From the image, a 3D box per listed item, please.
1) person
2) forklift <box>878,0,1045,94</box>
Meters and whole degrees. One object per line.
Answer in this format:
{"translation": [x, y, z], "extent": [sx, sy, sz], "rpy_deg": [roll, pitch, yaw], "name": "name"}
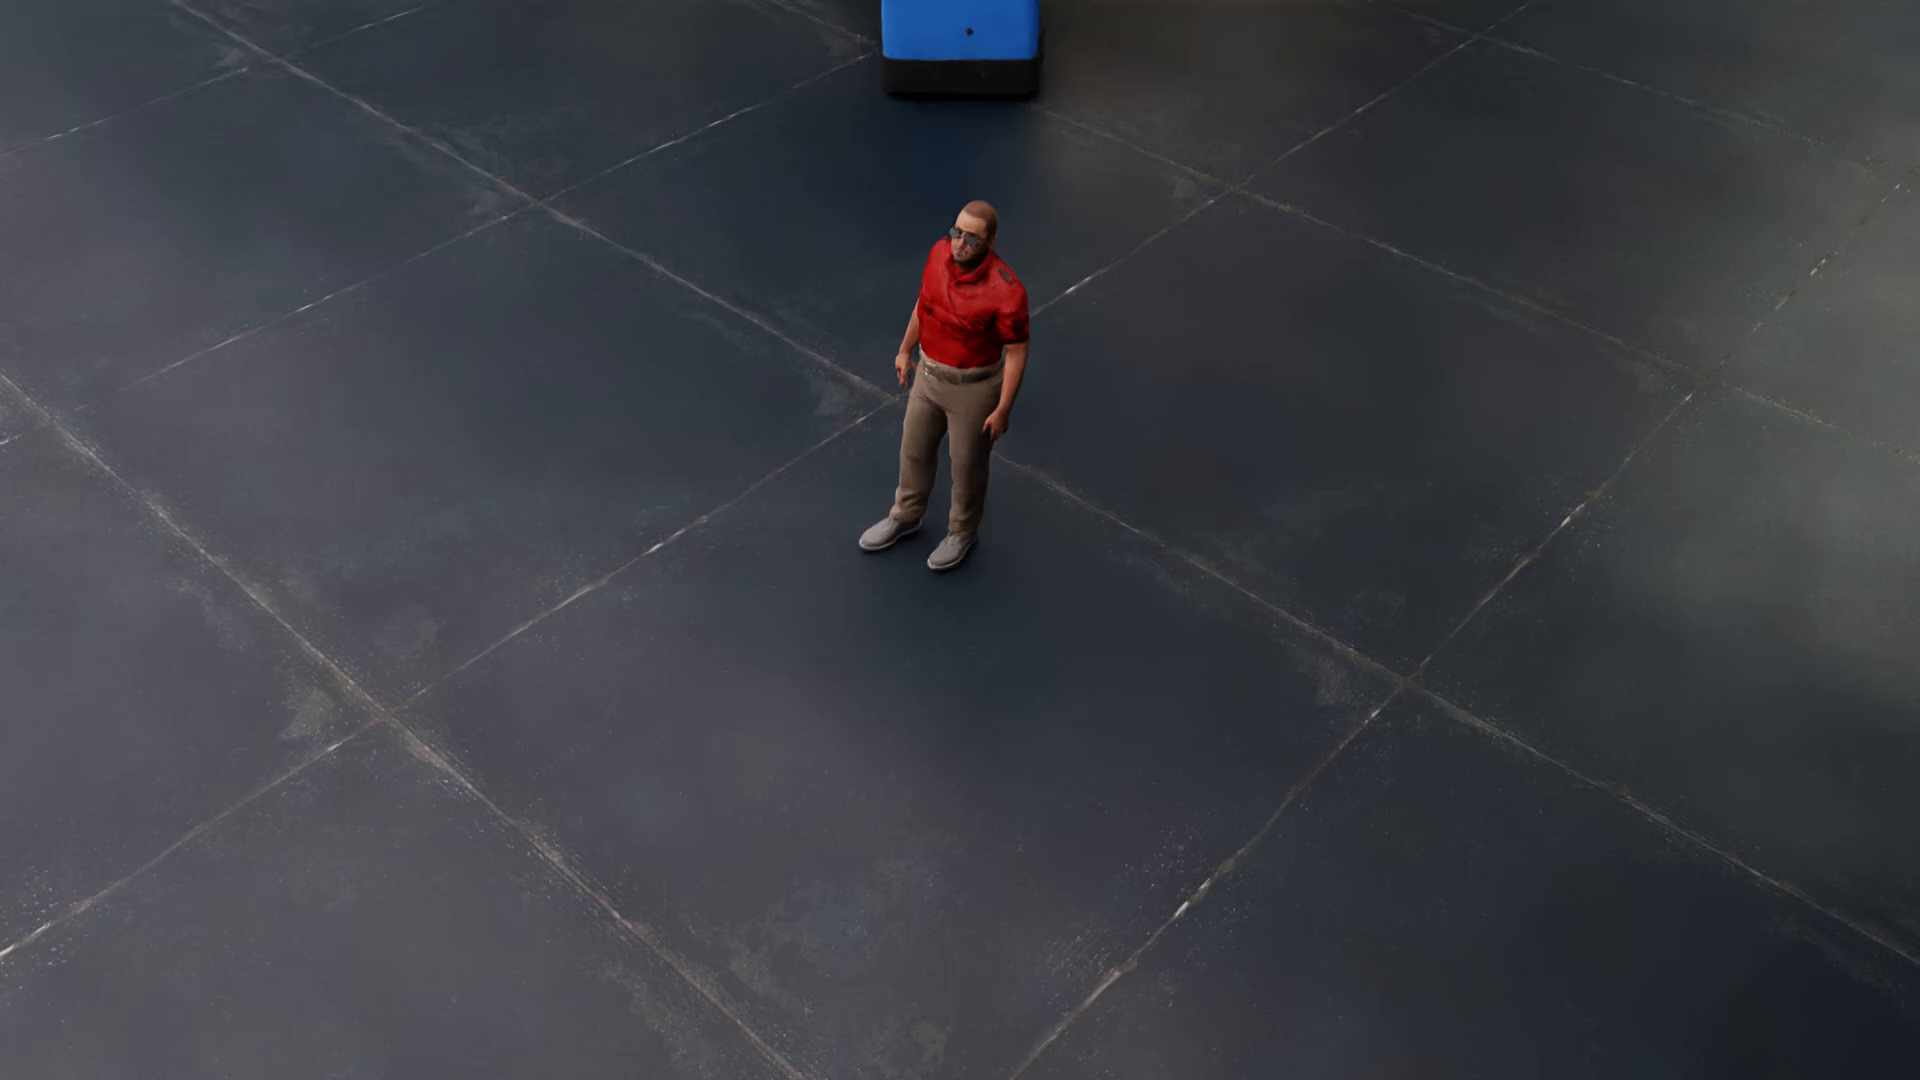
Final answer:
{"translation": [-0.069, -0.624, 7.067], "extent": [0.640, 1.727, 0.550], "rpy_deg": [31, 49, 31], "name": "person"}
{"translation": [0.022, -5.001, 11.258], "extent": [1.130, 2.935, 3.031], "rpy_deg": [0, 41, 1], "name": "forklift"}
